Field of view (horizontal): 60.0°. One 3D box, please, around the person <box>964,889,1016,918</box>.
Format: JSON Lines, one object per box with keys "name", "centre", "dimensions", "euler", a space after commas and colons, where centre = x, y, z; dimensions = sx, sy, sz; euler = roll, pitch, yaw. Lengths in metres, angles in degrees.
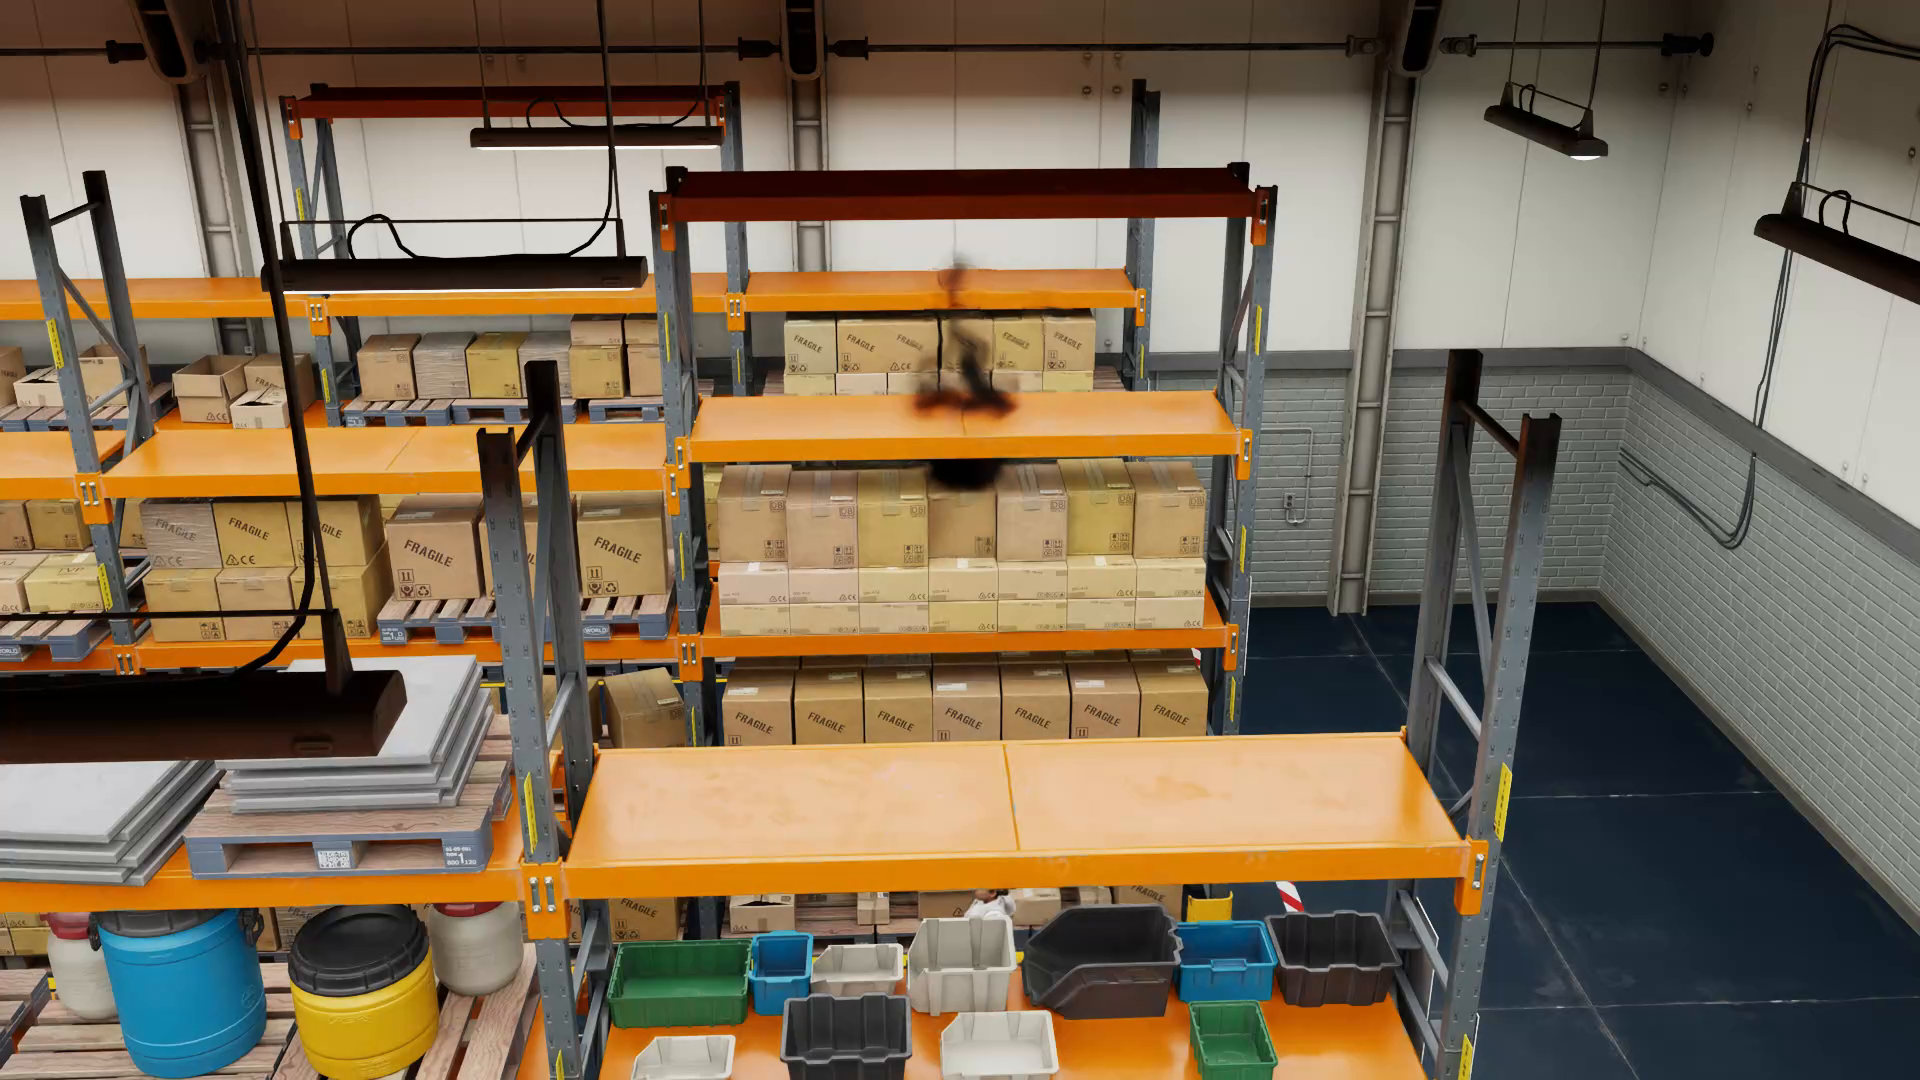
{"name": "person", "centre": [0.202, 2.970, 11.529], "dimensions": [0.939, 1.682, 0.611], "euler": [-4, 23, -10]}
